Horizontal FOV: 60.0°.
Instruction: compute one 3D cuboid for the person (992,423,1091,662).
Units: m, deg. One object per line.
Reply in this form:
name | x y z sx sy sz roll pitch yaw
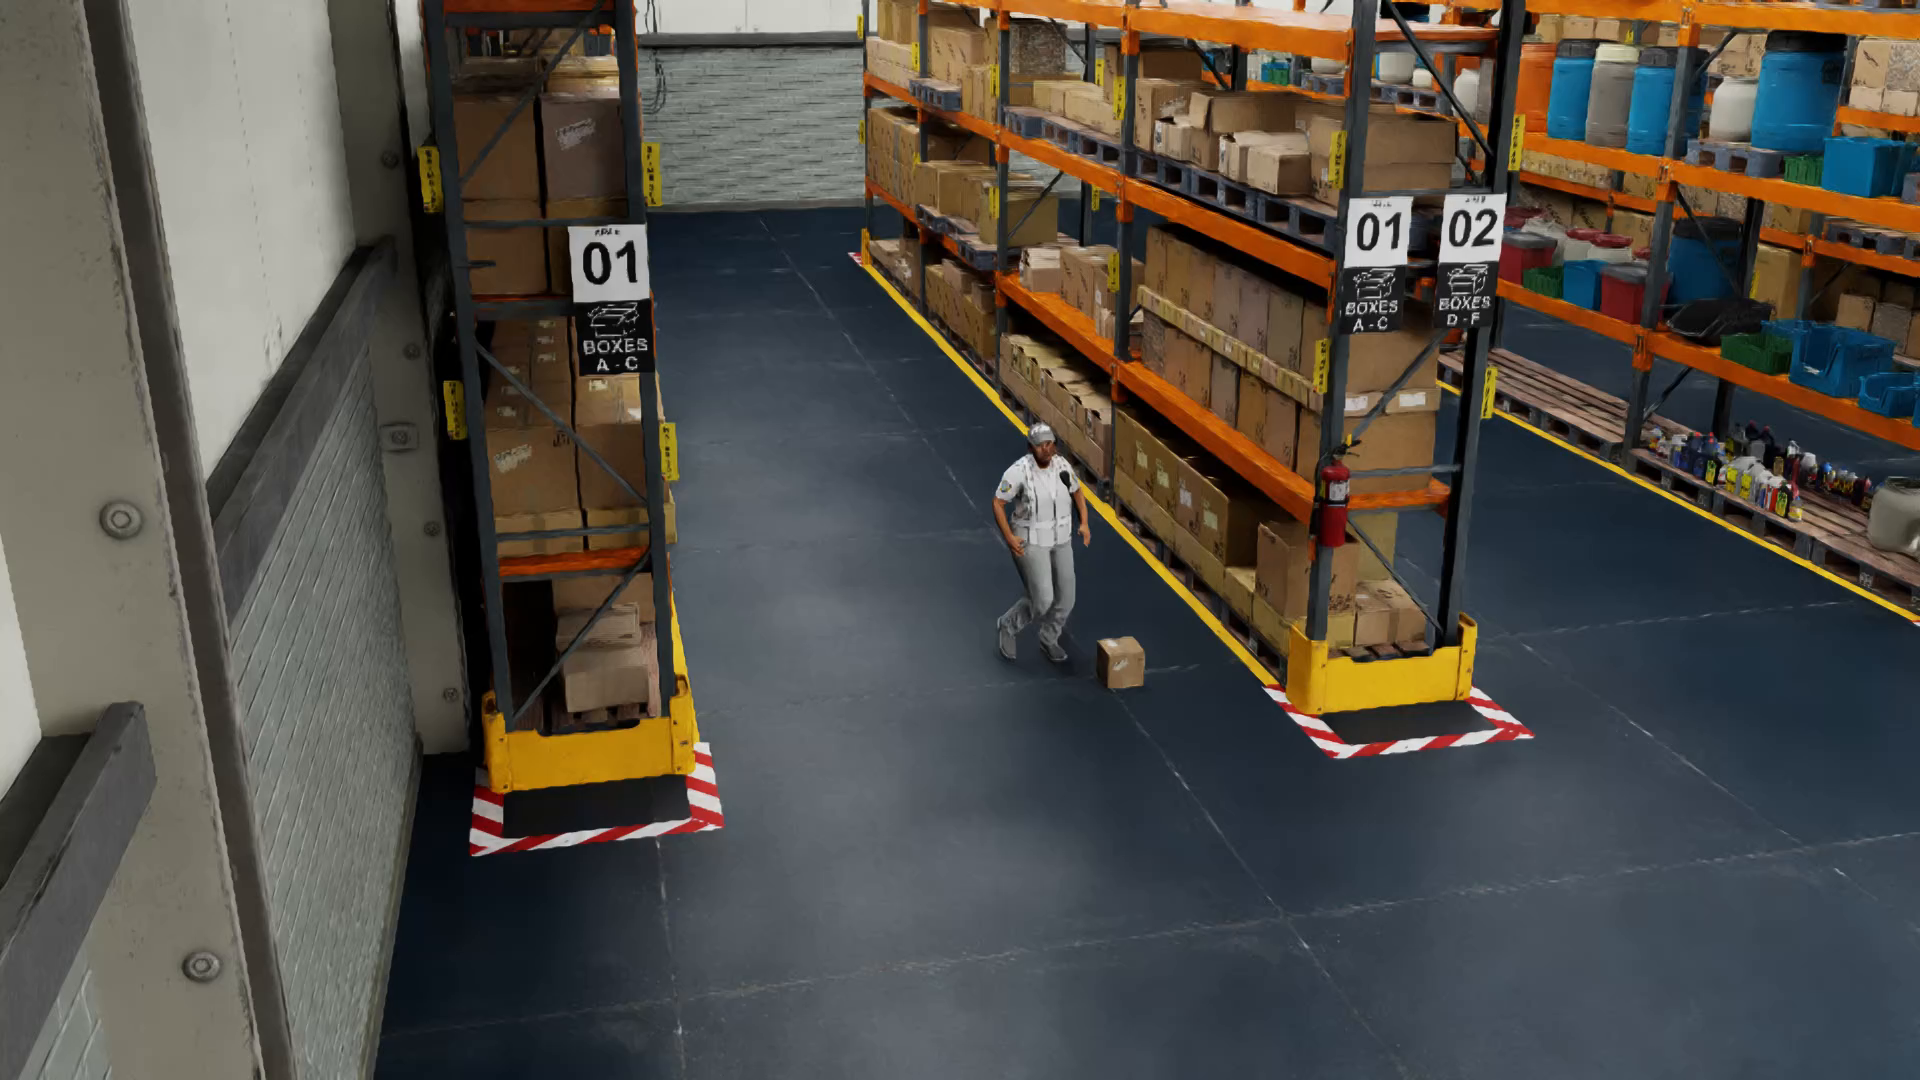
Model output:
person | 0.585 0.022 11.062 0.652 1.639 0.493 -13 23 -32
